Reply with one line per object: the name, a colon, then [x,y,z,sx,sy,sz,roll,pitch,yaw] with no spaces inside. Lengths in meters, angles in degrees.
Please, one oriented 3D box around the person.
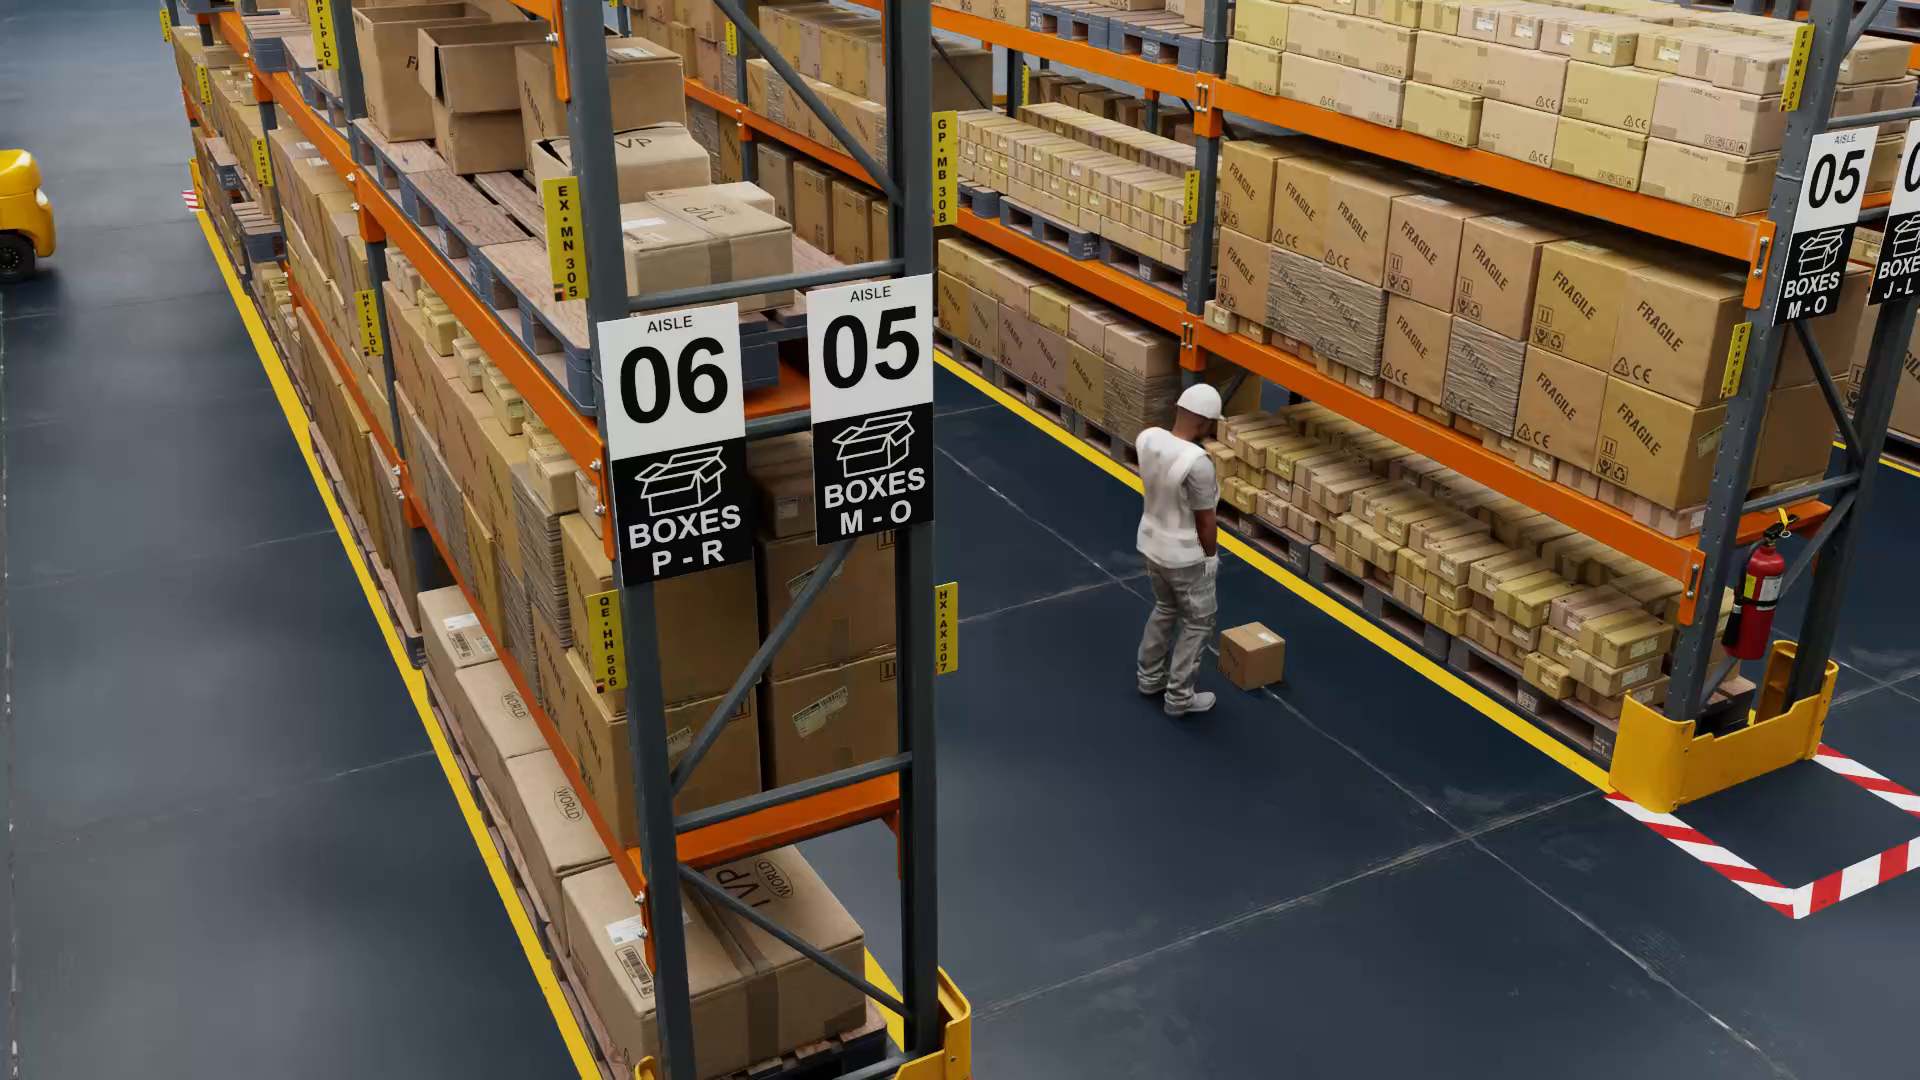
person: [1.127,0.041,8.534,0.414,1.754,0.563,-12,28,-24]
